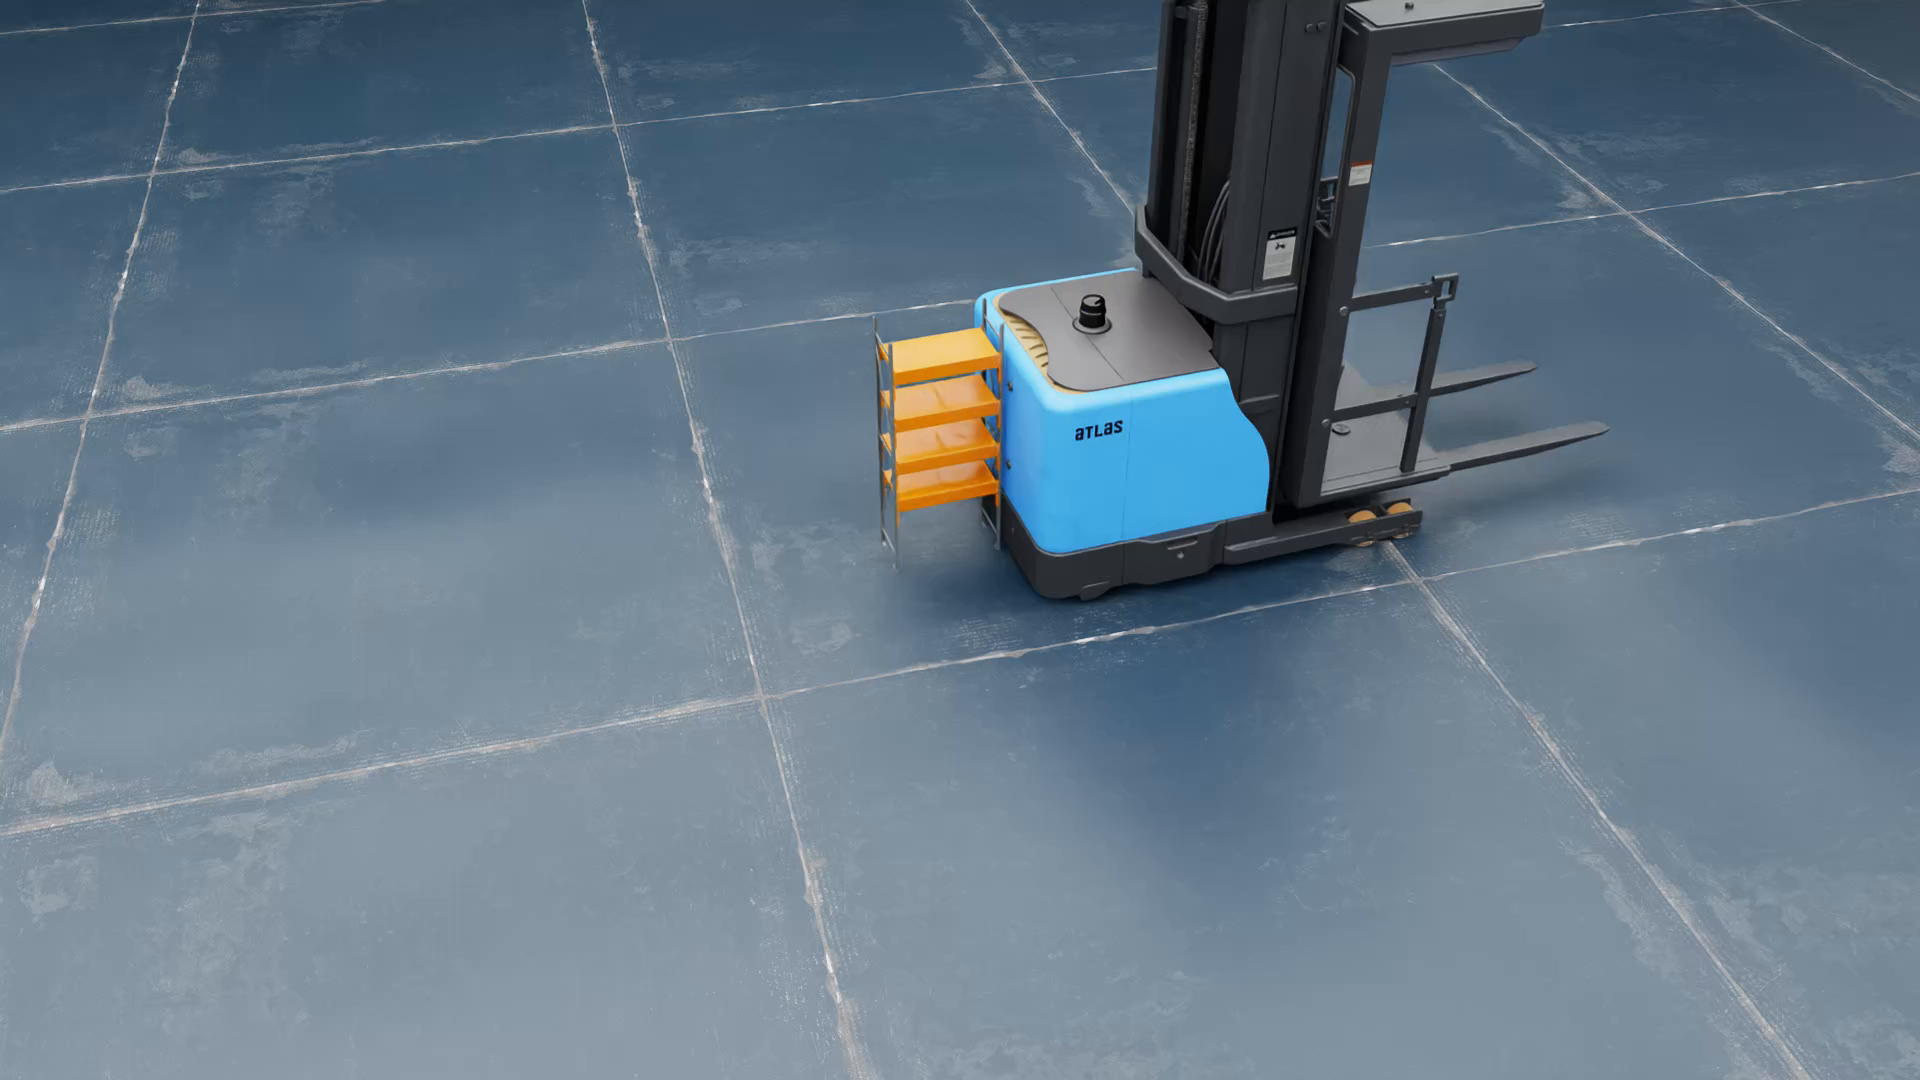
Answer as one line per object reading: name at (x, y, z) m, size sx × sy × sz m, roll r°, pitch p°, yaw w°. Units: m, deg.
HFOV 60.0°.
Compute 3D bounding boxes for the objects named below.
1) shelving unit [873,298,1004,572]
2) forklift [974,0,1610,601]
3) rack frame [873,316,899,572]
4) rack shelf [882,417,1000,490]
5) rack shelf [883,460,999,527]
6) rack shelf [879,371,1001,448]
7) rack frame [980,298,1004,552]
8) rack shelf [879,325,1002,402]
shelving unit at (-0.090, -0.446, 7.346) m, size 0.503 × 1.200 × 0.258 m, roll -12°, pitch 39°, yaw -15°
forklift at (1.626, -1.427, 7.203) m, size 3.031 × 2.935 × 1.130 m, roll -12°, pitch 39°, yaw -15°
rack frame at (-0.322, -0.399, 7.284) m, size 0.015 × 1.200 × 0.240 m, roll -12°, pitch 39°, yaw -15°
rack shelf at (-0.090, -0.393, 7.387) m, size 0.480 × 0.148 × 0.258 m, roll -12°, pitch 39°, yaw -15°
rack shelf at (-0.090, -0.235, 7.508) m, size 0.480 × 0.148 × 0.258 m, roll -12°, pitch 39°, yaw -15°
rack shelf at (-0.090, -0.571, 7.251) m, size 0.480 × 0.148 × 0.258 m, roll -12°, pitch 39°, yaw -15°
rack frame at (0.141, -0.494, 7.408) m, size 0.015 × 1.200 × 0.240 m, roll -12°, pitch 39°, yaw -15°
rack shelf at (-0.090, -0.759, 7.107) m, size 0.480 × 0.148 × 0.258 m, roll -12°, pitch 39°, yaw -15°
